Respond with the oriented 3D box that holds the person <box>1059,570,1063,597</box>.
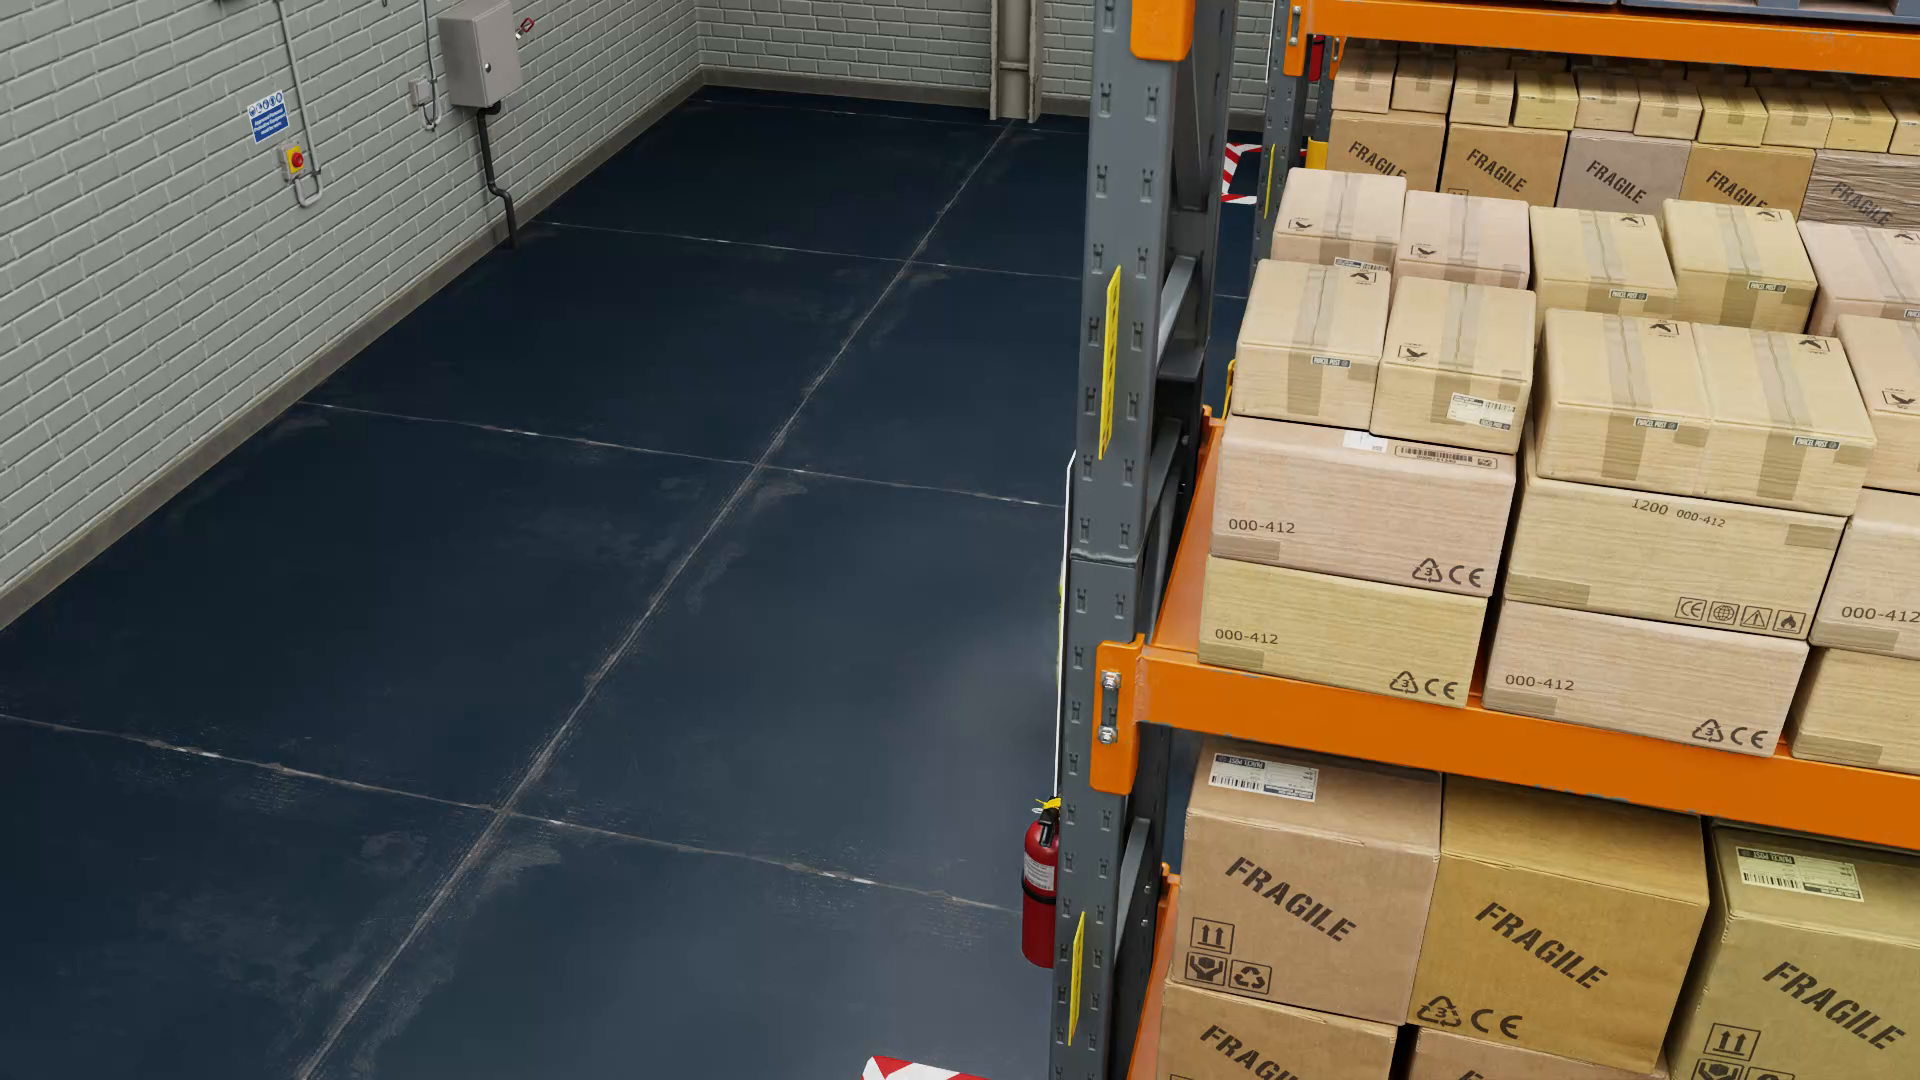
[{"bbox_3d":[0.870,0.349,6.961,0.912,1.342,0.491,7,33,11],"label":"person"}]
